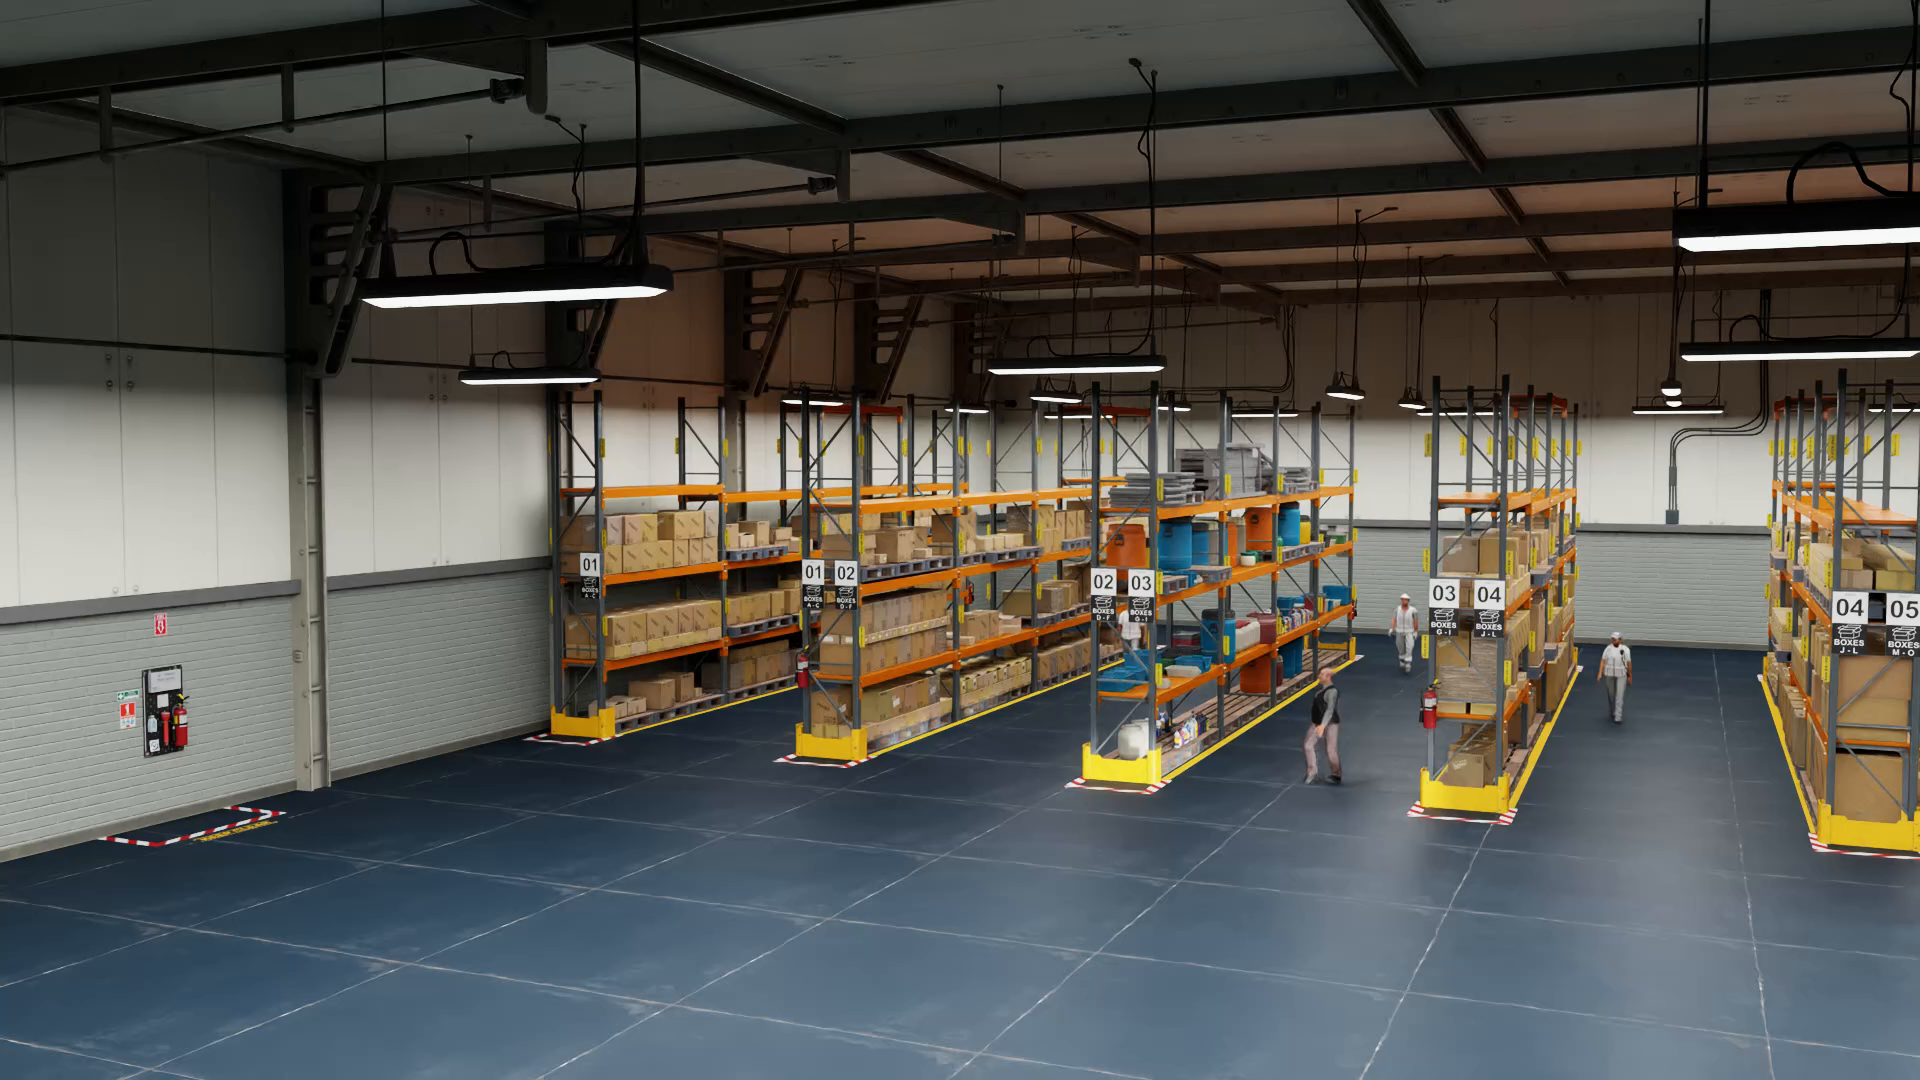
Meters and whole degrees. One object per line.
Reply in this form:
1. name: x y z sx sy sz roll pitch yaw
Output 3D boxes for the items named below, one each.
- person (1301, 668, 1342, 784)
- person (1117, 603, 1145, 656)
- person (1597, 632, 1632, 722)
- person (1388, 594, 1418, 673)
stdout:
1. person: 5.435 2.796 24.758 0.589 1.786 0.518 -2 4 -29
2. person: 3.722 2.129 36.187 0.575 1.727 1.036 1 3 15
3. person: 12.036 2.490 30.568 0.577 1.611 1.007 2 4 28
4. person: 9.869 2.063 37.008 0.623 1.729 1.055 1 3 19
